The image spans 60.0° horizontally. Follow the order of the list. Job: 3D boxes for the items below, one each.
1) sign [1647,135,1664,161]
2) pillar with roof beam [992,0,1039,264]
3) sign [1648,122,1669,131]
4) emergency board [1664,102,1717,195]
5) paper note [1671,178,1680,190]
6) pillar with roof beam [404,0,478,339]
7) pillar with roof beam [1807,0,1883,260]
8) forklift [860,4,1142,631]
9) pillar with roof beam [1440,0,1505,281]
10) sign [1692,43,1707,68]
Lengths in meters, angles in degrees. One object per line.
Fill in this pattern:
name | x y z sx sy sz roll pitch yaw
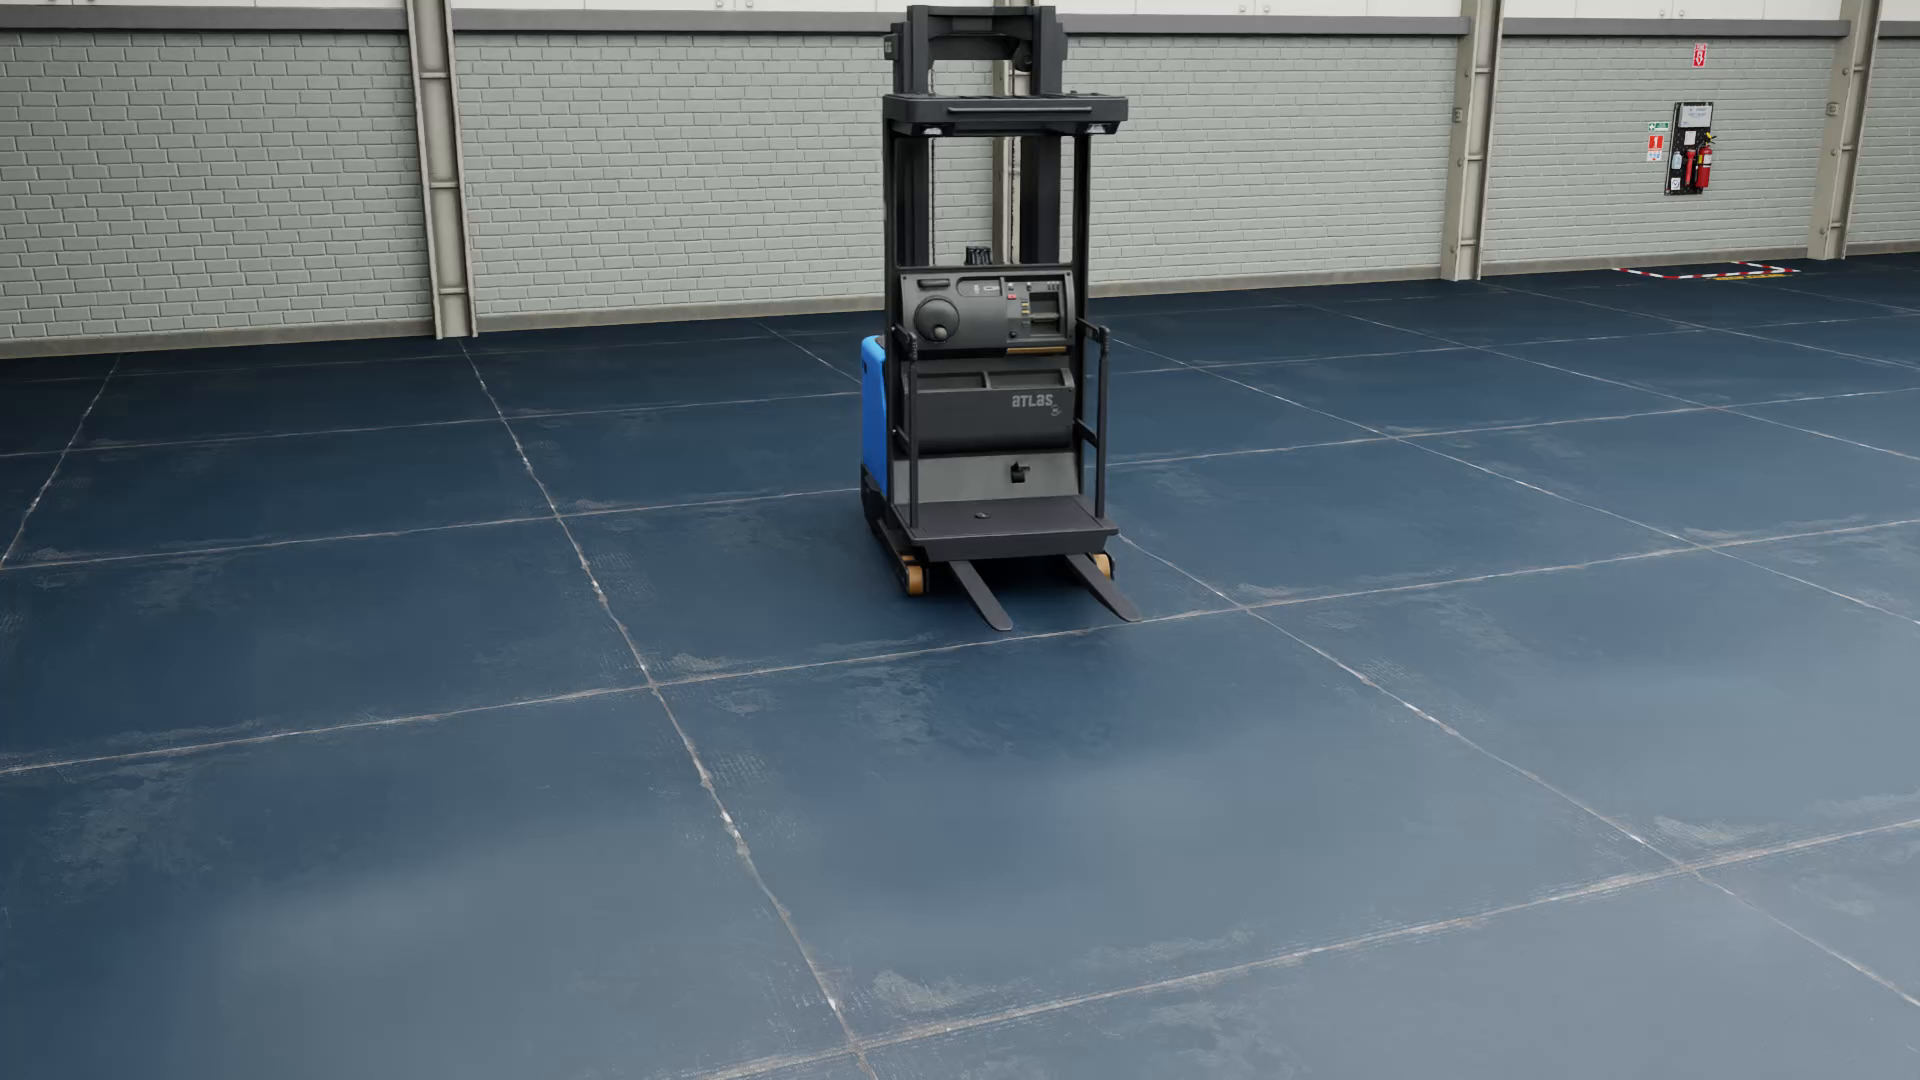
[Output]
sign | 8.928 -5.034 21.353 0.234 0.329 0.001 -6 17 -20
pillar with roof beam | 2.138 -5.820 13.447 0.400 9.000 9.100 -6 17 -20
sign | 8.936 -5.286 21.272 0.331 0.109 0.001 -6 17 -20
emergency board | 9.482 -5.045 21.455 0.643 1.169 0.194 -6 17 -20
paper note | 9.292 -4.623 21.581 0.142 0.148 0.016 -6 17 -20
pillar with roof beam | -3.465 -5.215 11.387 0.400 9.000 9.100 -6 17 -20
pillar with roof beam | 13.343 -7.030 17.567 0.400 9.000 9.100 -6 17 -20
forklift | 0.194 -1.226 8.571 1.130 2.935 3.031 -3 17 -11
pillar with roof beam | 7.741 -6.425 15.507 0.400 9.000 9.100 -6 17 -20
sign | 9.438 -6.183 21.215 0.199 0.298 0.001 -6 17 -20
